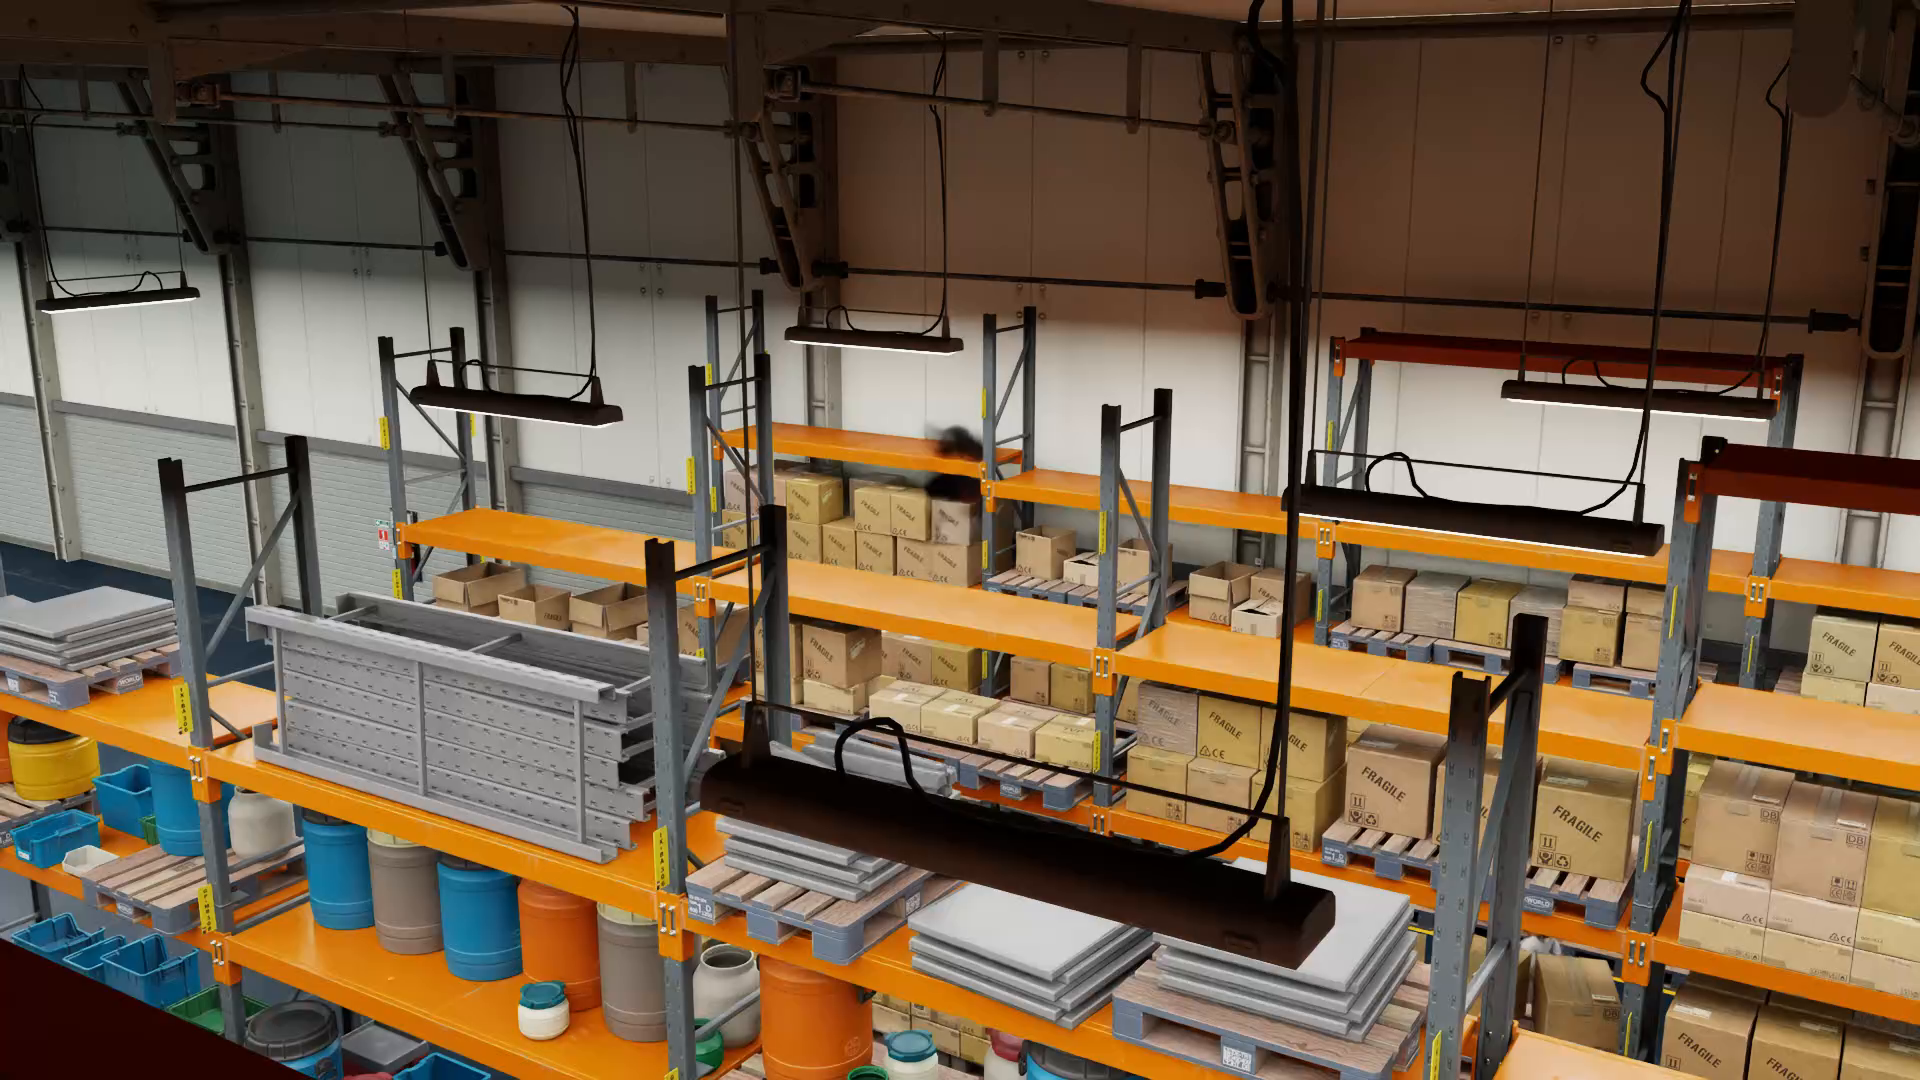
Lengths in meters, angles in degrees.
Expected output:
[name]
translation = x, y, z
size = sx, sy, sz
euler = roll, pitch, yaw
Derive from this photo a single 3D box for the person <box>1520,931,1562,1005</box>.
[person]
translation = 4.854, 3.876, 14.031
size = 0.864, 1.676, 0.559
euler = 11, 18, 38
